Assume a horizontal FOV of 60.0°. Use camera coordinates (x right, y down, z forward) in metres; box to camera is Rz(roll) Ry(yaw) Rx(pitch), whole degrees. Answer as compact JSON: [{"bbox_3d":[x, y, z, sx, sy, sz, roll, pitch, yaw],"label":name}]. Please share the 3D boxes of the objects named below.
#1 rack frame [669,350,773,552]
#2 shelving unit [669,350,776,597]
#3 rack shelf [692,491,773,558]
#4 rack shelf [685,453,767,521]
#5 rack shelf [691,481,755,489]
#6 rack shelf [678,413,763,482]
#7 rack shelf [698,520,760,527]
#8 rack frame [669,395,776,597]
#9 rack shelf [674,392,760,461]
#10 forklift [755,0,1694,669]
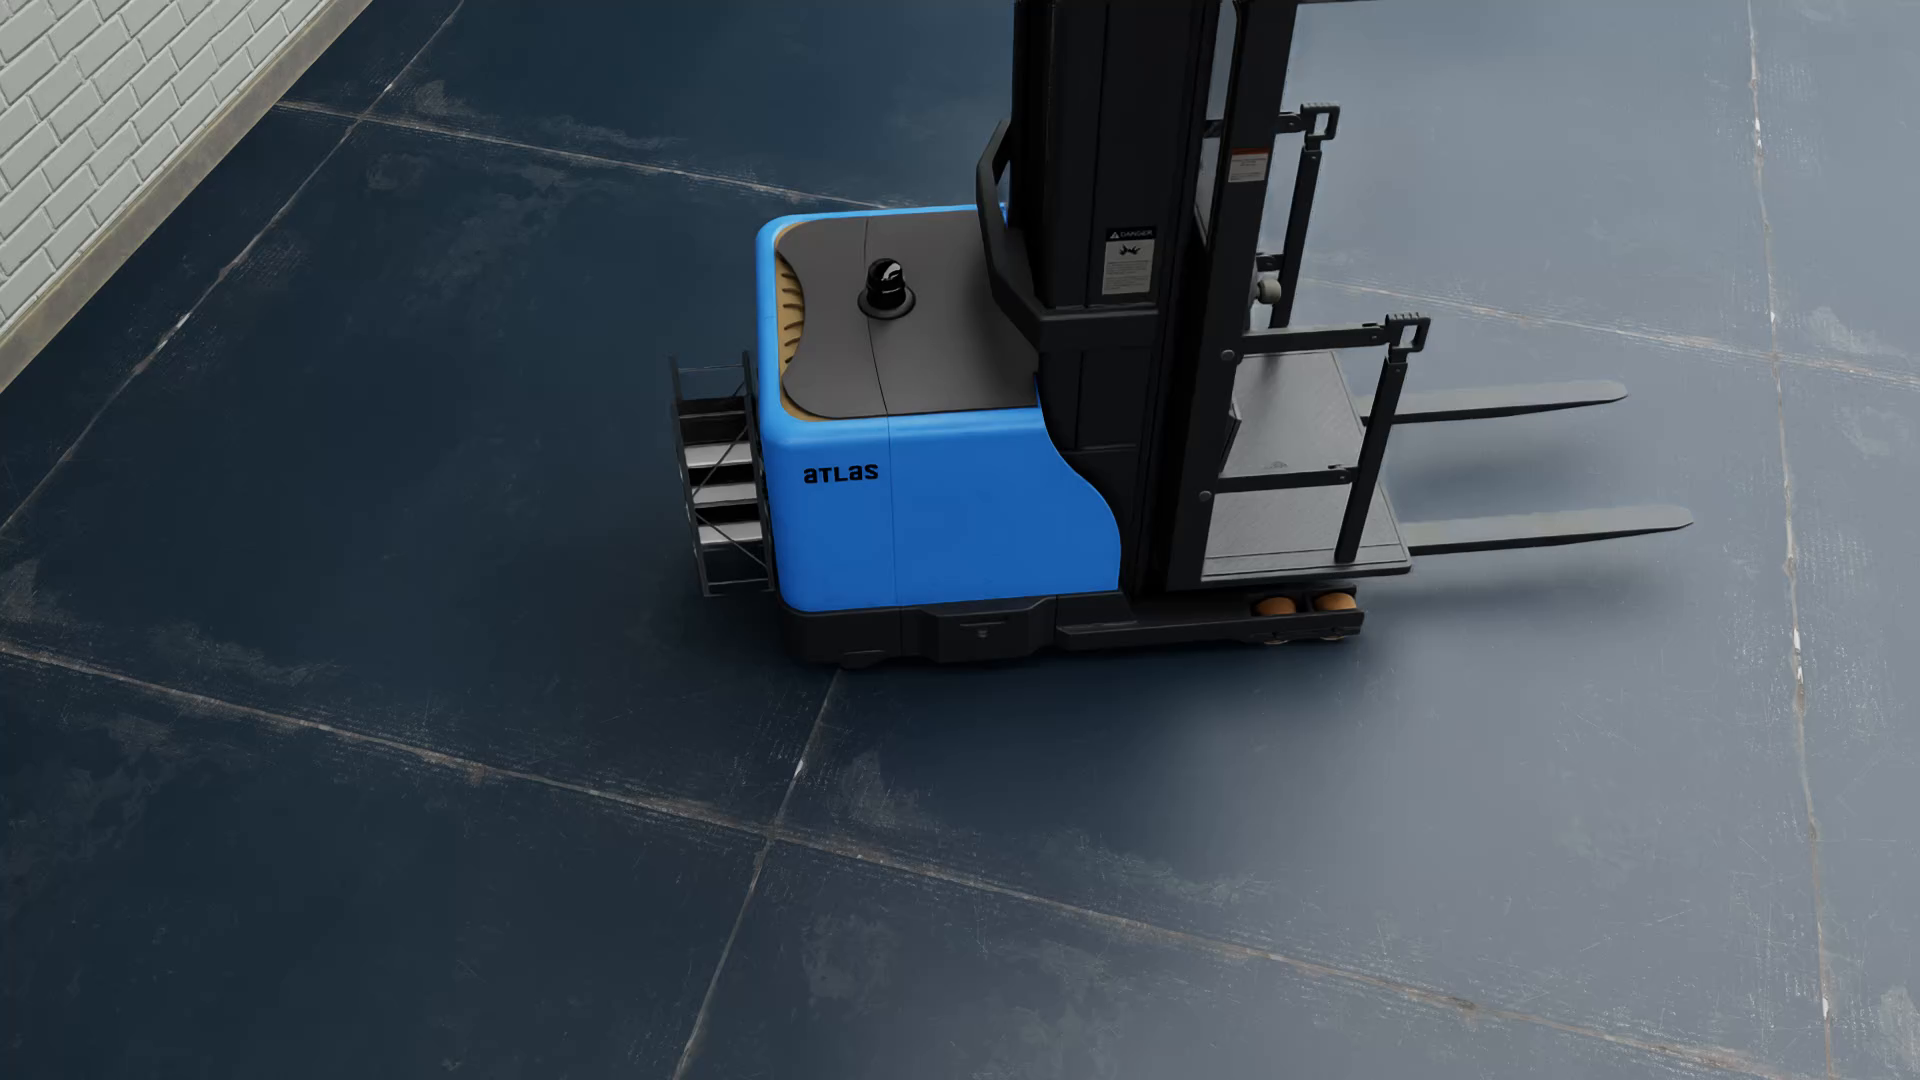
[{"bbox_3d":[-0.764,-0.269,5.388,0.240,0.900,0.006,-5,49,-4],"label":"rack frame"},{"bbox_3d":[-0.752,-0.194,5.321,0.258,0.900,0.210,-5,49,-4],"label":"shelving unit"},{"bbox_3d":[-0.752,-0.053,5.481,0.258,0.077,0.200,-5,49,-4],"label":"rack shelf"},{"bbox_3d":[-0.752,-0.172,5.346,0.258,0.077,0.200,-5,49,-4],"label":"rack shelf"},{"bbox_3d":[-0.752,-0.241,5.267,0.199,0.015,0.184,-5,49,-4],"label":"rack shelf"},{"bbox_3d":[-0.752,-0.291,5.211,0.258,0.077,0.200,-5,49,-4],"label":"rack shelf"},{"bbox_3d":[-0.752,-0.122,5.402,0.199,0.015,0.184,-5,49,-4],"label":"rack shelf"},{"bbox_3d":[-0.740,-0.118,5.254,0.240,0.900,0.006,-5,49,-4],"label":"rack frame"},{"bbox_3d":[-0.752,-0.350,5.143,0.258,0.077,0.200,-5,49,-4],"label":"rack shelf"},{"bbox_3d":[0.895,-1.022,4.697,3.031,2.935,1.130,-4,49,-4],"label":"forklift"}]
